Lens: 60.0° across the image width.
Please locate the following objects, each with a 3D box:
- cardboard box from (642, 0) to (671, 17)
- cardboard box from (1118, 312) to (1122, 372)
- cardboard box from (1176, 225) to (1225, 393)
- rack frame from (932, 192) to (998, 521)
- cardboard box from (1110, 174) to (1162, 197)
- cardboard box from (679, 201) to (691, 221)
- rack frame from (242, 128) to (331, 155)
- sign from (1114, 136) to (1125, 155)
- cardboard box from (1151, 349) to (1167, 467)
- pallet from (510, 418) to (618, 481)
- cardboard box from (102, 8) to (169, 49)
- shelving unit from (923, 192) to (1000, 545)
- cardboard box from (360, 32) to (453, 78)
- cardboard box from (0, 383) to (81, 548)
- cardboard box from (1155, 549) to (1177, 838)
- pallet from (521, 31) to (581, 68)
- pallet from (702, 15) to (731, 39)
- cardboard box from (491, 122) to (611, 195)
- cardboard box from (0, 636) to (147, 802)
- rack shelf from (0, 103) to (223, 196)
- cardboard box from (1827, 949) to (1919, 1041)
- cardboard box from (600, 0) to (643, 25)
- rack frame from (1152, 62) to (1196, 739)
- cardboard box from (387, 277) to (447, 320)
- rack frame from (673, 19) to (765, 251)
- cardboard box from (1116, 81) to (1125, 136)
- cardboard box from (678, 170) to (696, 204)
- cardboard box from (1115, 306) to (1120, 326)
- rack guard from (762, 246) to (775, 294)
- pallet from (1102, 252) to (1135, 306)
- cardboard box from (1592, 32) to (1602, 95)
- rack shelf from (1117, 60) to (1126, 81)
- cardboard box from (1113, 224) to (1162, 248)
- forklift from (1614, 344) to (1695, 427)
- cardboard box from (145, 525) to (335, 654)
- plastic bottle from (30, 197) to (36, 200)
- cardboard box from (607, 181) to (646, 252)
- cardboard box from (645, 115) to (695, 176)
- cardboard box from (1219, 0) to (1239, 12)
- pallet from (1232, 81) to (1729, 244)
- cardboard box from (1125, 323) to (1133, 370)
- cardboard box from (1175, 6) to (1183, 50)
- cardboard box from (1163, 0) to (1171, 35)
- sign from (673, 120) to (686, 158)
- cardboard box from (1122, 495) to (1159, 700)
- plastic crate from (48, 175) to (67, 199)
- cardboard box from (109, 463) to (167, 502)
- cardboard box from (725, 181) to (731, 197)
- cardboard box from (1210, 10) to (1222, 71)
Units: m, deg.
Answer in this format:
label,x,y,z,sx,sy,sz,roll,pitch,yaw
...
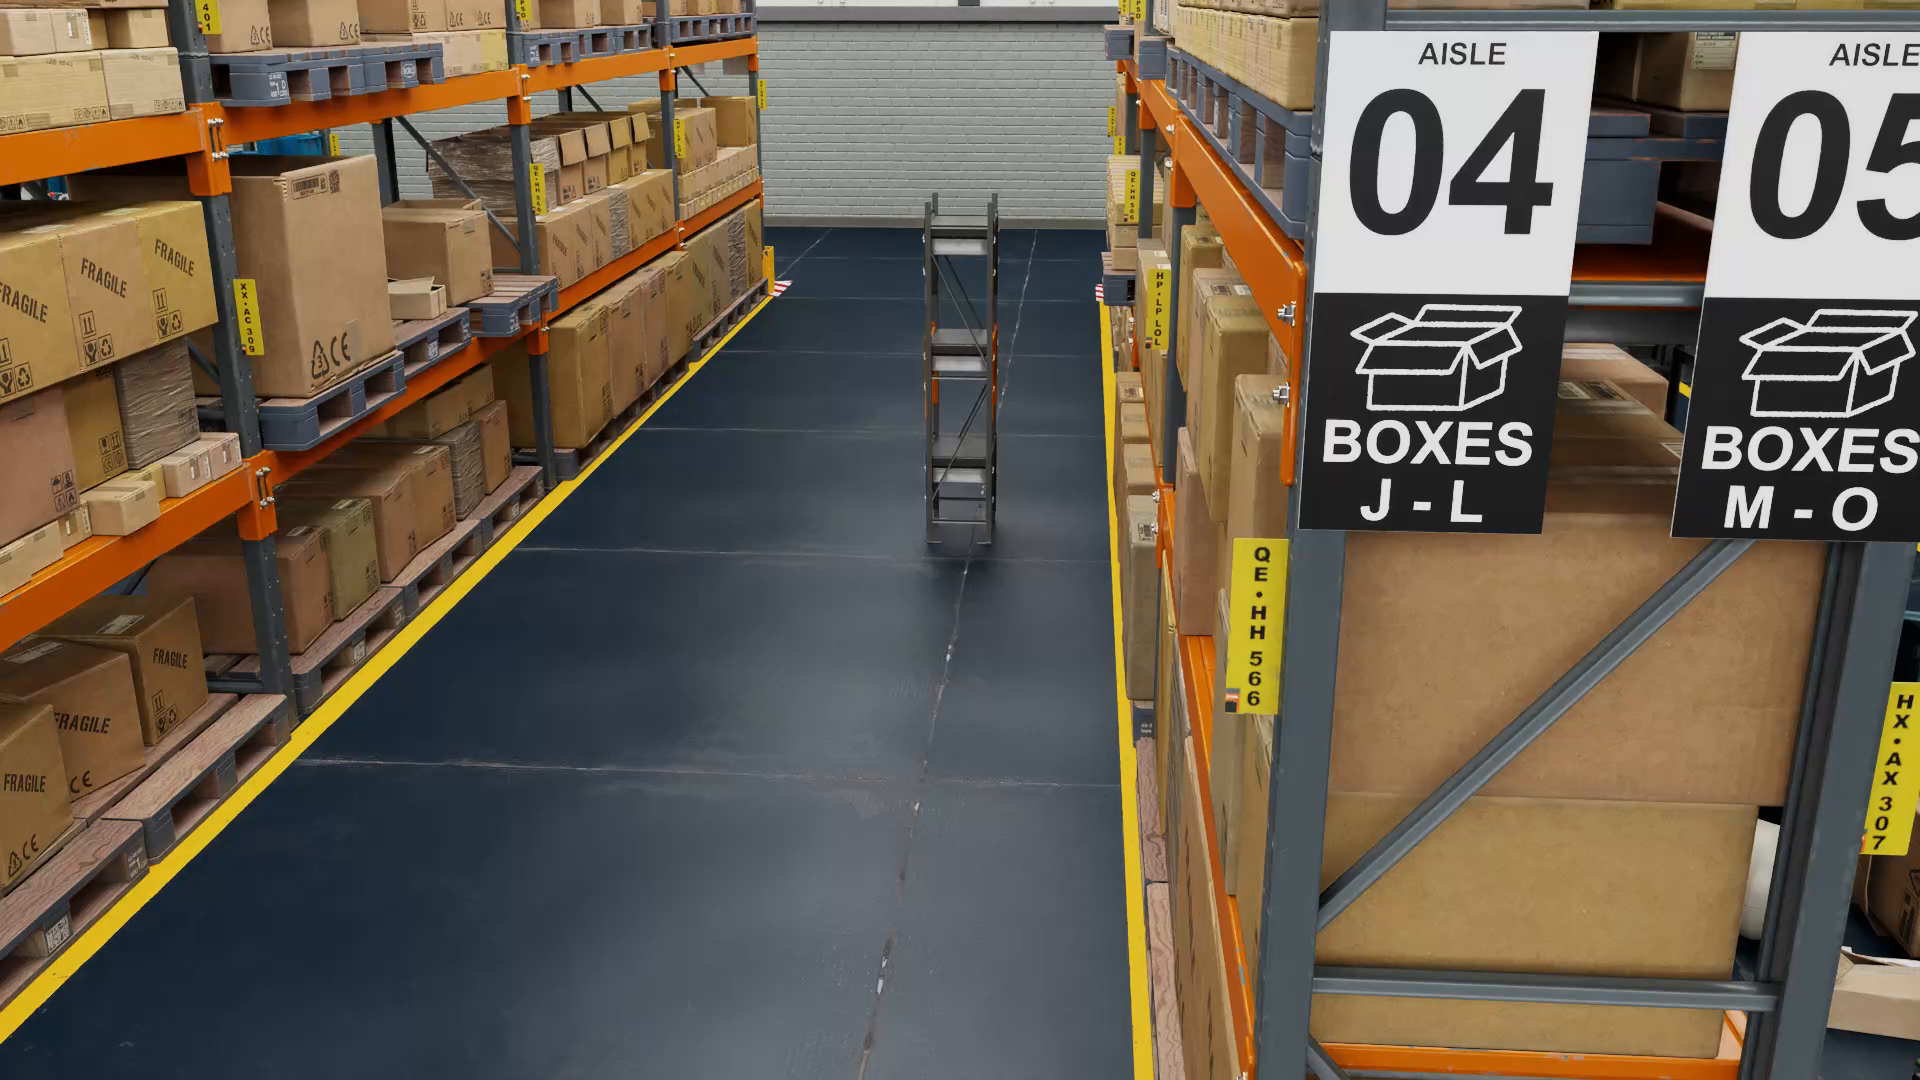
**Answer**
label,x,y,z,sx,sy,sz,roll,pitch,yaw
cardboard box,-3.024,-5.001,15.056,0.700,0.500,0.500,0,18,1
cardboard box,1.602,-1.683,14.081,0.500,0.500,0.500,2,18,6
cardboard box,1.286,-0.881,6.318,0.875,0.550,0.550,1,18,4
rack frame,0.029,-1.125,10.484,0.400,2.100,0.015,1,18,4
cardboard box,1.326,-2.660,12.498,0.380,0.149,0.250,2,18,6
cardboard box,-2.667,-3.002,15.170,0.380,0.149,0.250,1,18,4
rack frame,-7.673,-4.390,19.002,1.000,3.000,0.127,1,18,4
sign,1.378,-3.316,14.335,0.100,0.325,0.005,1,18,4
cardboard box,1.117,-0.626,7.354,0.500,0.500,0.500,1,18,4
pallet,-3.175,-0.713,12.259,1.003,0.211,1.213,1,18,4
cardboard box,-3.329,-1.988,6.457,0.380,0.149,0.250,2,18,6
shelving unit,0.012,-1.049,10.253,0.431,2.100,0.503,1,18,4
cardboard box,-3.157,-2.685,9.224,0.500,0.250,0.500,2,18,5
cardboard box,-3.694,-0.291,5.854,0.875,0.500,0.500,1,18,4
cardboard box,1.232,0.594,6.531,0.875,0.875,0.875,2,18,5
pallet,-3.313,-3.331,11.258,1.213,0.211,1.003,2,18,6
pallet,-2.861,-5.052,16.348,1.003,0.211,1.213,1,18,4
cardboard box,-3.147,-2.956,12.856,0.797,0.503,0.637,2,18,6
cardboard box,-3.696,0.738,6.695,0.500,0.500,0.500,7,20,21
rack shelf,-3.737,-1.015,5.040,1.077,0.370,4.000,1,18,4
cardboard box,3.060,1.464,5.528,0.396,0.266,0.258,4,19,13
cardboard box,-3.052,-4.529,13.775,0.700,0.500,0.500,2,18,5
rack frame,1.346,-0.410,6.857,1.000,3.000,0.127,1,18,4
cardboard box,-3.157,-1.406,9.439,0.396,0.266,0.258,1,18,2
rack frame,-2.733,-4.279,18.665,1.000,3.000,0.127,1,18,4
cardboard box,1.787,-4.191,16.153,0.500,0.500,0.500,1,18,2
cardboard box,-2.725,-3.247,15.278,0.500,0.250,0.500,1,18,3
cardboard box,1.632,-2.070,15.350,0.380,0.149,0.250,0,18,1
rack guard,-2.731,-3.099,19.077,1.175,0.500,0.348,1,18,4
pallet,1.578,-1.785,11.361,1.213,0.211,1.003,1,18,4
cardboard box,1.440,-0.977,3.339,0.380,0.149,0.250,1,18,4
rack shelf,2.063,-4.599,15.981,1.077,0.370,4.000,1,18,4
cardboard box,1.214,-2.038,11.075,0.380,0.149,0.250,2,18,5
forklift,3.593,-1.167,9.278,1.130,2.935,3.031,1,18,2
cardboard box,-3.528,0.236,8.192,0.700,0.500,0.500,0,18,0
plastic bottle,-7.857,-2.777,14.160,0.144,0.351,0.185,1,18,4
cardboard box,-2.854,-2.617,13.432,0.500,0.500,0.500,1,18,3
cardboard box,-2.731,-3.606,15.170,0.500,0.500,0.500,1,18,4
cardboard box,0.890,-1.380,3.928,0.500,0.250,0.500,1,18,4
pallet,1.103,-0.782,3.316,1.003,0.211,1.213,1,18,4
cardboard box,1.446,-1.396,12.001,0.500,0.250,0.500,2,18,5
cardboard box,0.981,-1.858,6.027,0.380,0.149,0.250,1,18,3
cardboard box,1.253,-2.590,7.999,0.500,0.311,0.500,1,18,2
sign,-2.478,-3.540,14.678,0.100,0.325,0.005,1,18,4
cardboard box,1.301,0.265,7.737,1.050,0.750,0.750,1,18,4
plastic crate,-8.267,-3.321,15.670,0.392,0.384,0.575,1,18,4
cardboard box,-3.421,-0.206,6.637,0.380,0.149,0.250,1,18,4
cardboard box,-2.540,-3.567,16.895,0.380,0.149,0.250,2,18,5
cardboard box,0.855,-1.305,4.341,0.380,0.149,0.250,2,18,5
